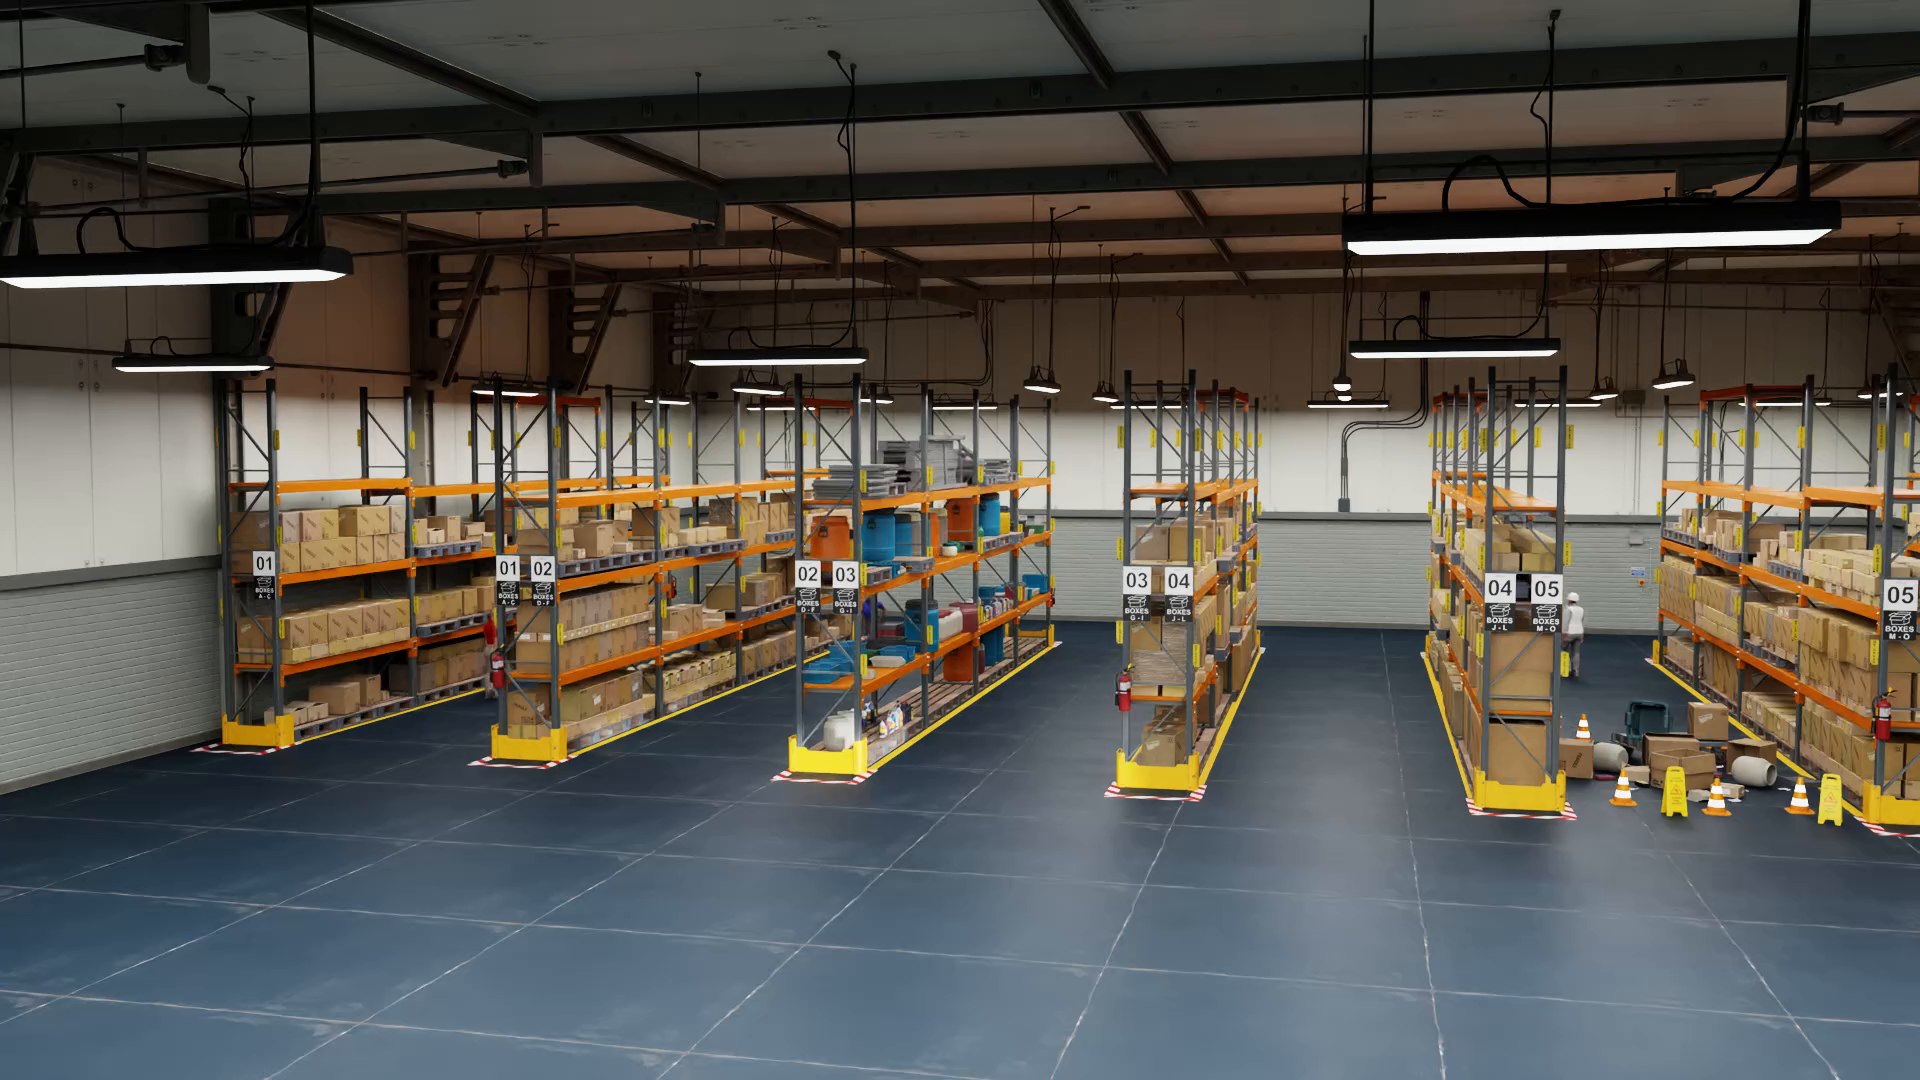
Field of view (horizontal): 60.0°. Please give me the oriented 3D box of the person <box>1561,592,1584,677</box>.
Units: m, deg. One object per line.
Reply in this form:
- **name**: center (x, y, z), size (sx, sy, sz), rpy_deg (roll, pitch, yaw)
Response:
- **person**: center (12.985, 2.002, 35.269), size (0.566, 1.781, 0.423), rpy_deg (-1, 4, -20)

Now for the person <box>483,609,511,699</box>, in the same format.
- **person**: center (-9.023, 2.204, 32.183), size (0.589, 1.713, 0.477), rpy_deg (2, 4, 29)

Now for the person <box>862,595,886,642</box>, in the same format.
- **person**: center (-2.016, 1.940, 38.134), size (0.563, 1.558, 0.743), rpy_deg (1, 4, 23)
